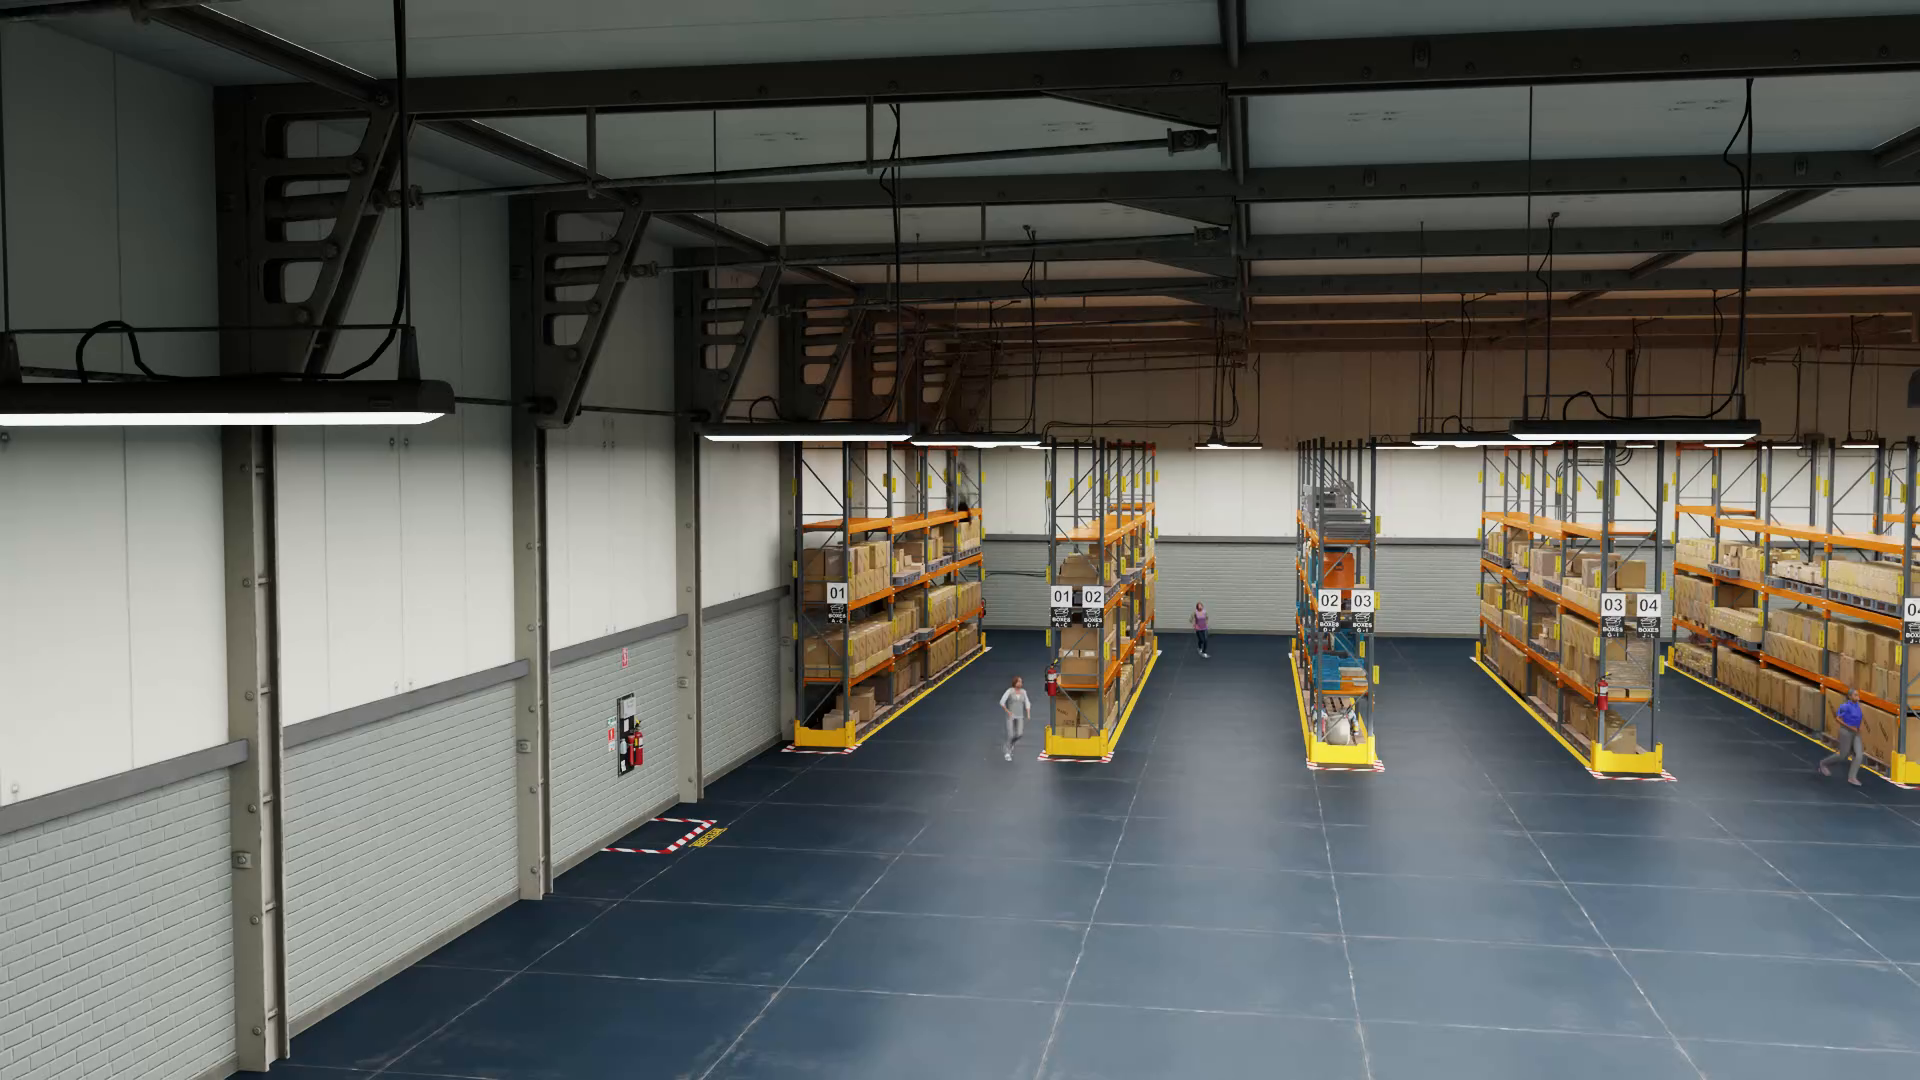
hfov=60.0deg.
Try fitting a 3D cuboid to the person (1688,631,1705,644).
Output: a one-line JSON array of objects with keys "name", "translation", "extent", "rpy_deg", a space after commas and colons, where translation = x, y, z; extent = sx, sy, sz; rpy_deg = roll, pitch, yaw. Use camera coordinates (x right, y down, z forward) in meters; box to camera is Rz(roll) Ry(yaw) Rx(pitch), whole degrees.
[{"name": "person", "translation": [20.296, 2.475, 45.625], "extent": [0.660, 1.609, 0.577], "rpy_deg": [2, 4, 39]}]

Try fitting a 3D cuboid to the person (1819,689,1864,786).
[{"name": "person", "translation": [15.393, 3.391, 28.843], "extent": [0.605, 1.640, 0.788], "rpy_deg": [-1, 3, -24]}]

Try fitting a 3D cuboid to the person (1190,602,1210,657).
[{"name": "person", "translation": [6.700, 2.502, 46.218], "extent": [0.550, 1.544, 0.549], "rpy_deg": [0, 3, -9]}]

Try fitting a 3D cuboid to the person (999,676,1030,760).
[{"name": "person", "translation": [1.037, 3.316, 30.966], "extent": [0.614, 1.556, 0.472], "rpy_deg": [-1, 3, -17]}]
